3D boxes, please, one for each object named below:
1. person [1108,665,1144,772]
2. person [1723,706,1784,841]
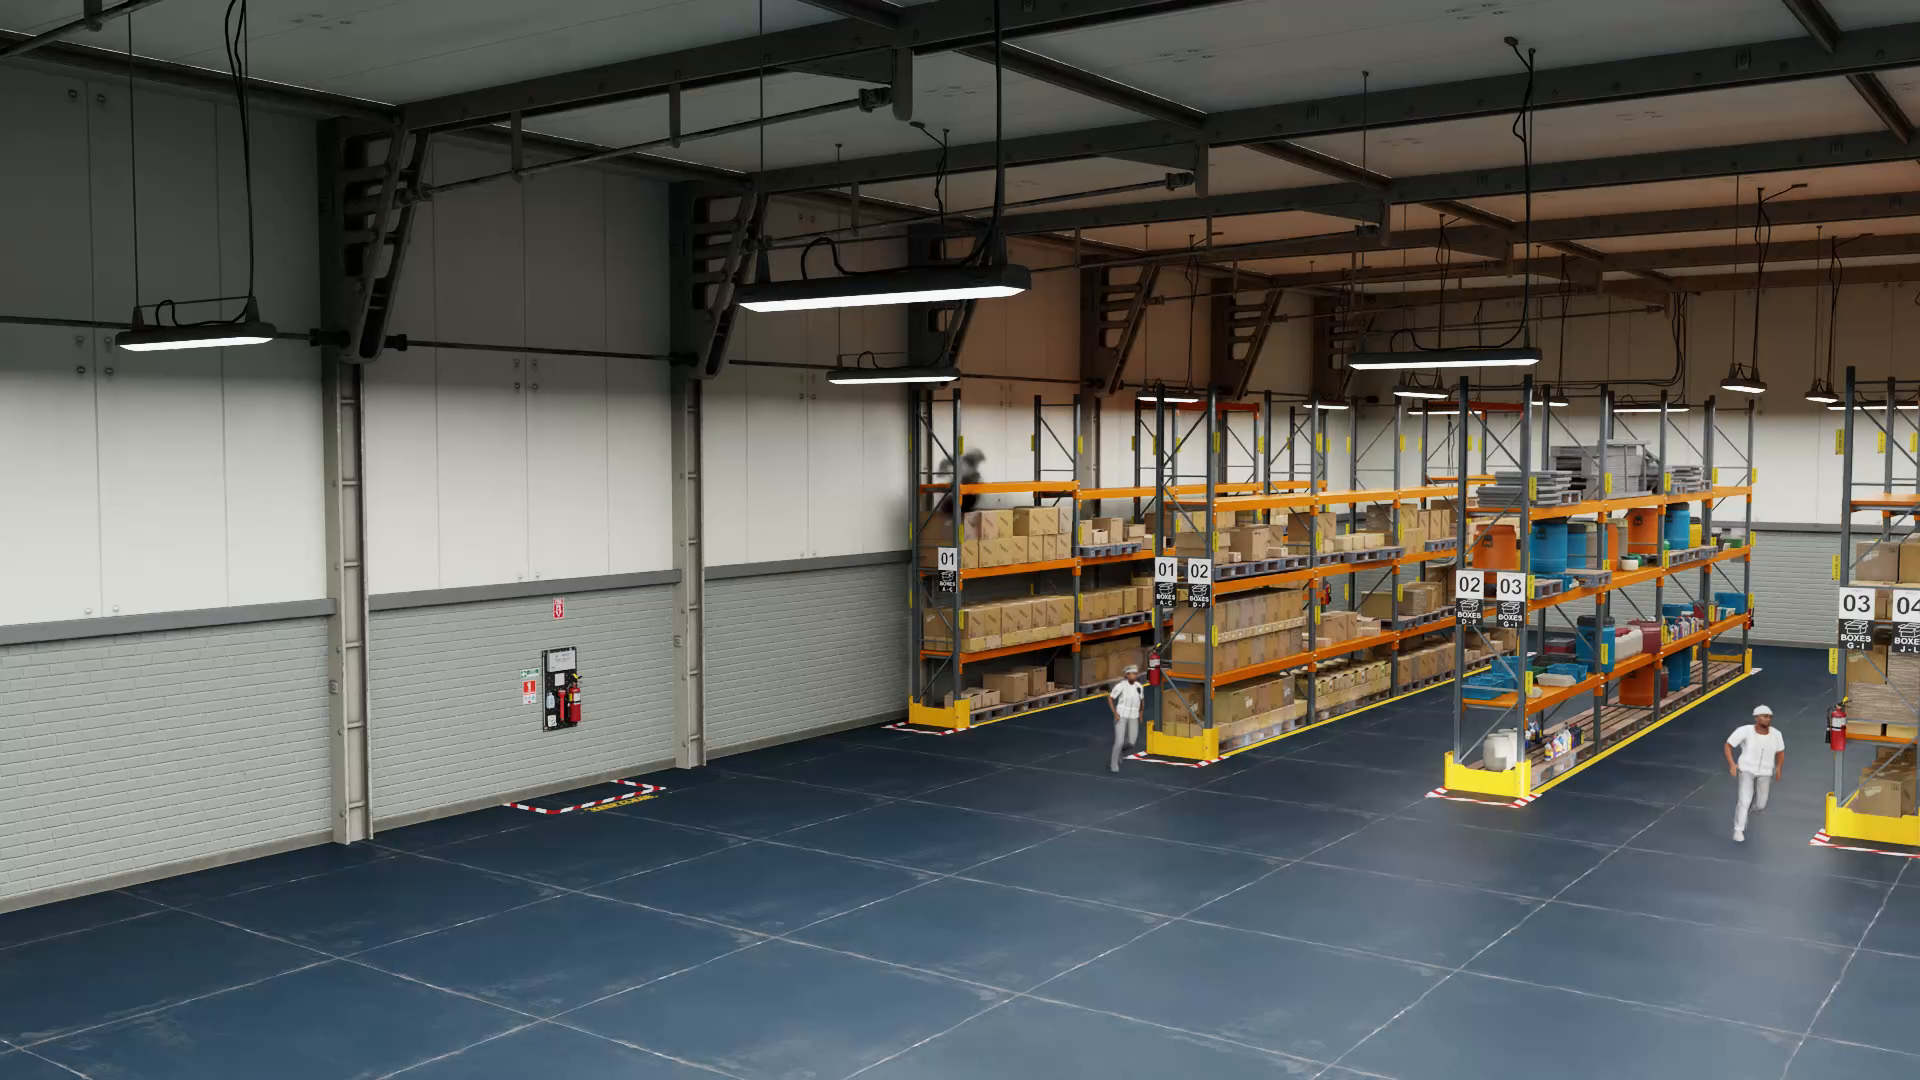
[{"bbox_3d":[2.590,2.738,25.671,0.624,1.644,0.515,-1,3,-15],"label":"person"},{"bbox_3d":[10.137,2.952,21.226,0.746,1.709,0.563,0,3,8],"label":"person"}]
